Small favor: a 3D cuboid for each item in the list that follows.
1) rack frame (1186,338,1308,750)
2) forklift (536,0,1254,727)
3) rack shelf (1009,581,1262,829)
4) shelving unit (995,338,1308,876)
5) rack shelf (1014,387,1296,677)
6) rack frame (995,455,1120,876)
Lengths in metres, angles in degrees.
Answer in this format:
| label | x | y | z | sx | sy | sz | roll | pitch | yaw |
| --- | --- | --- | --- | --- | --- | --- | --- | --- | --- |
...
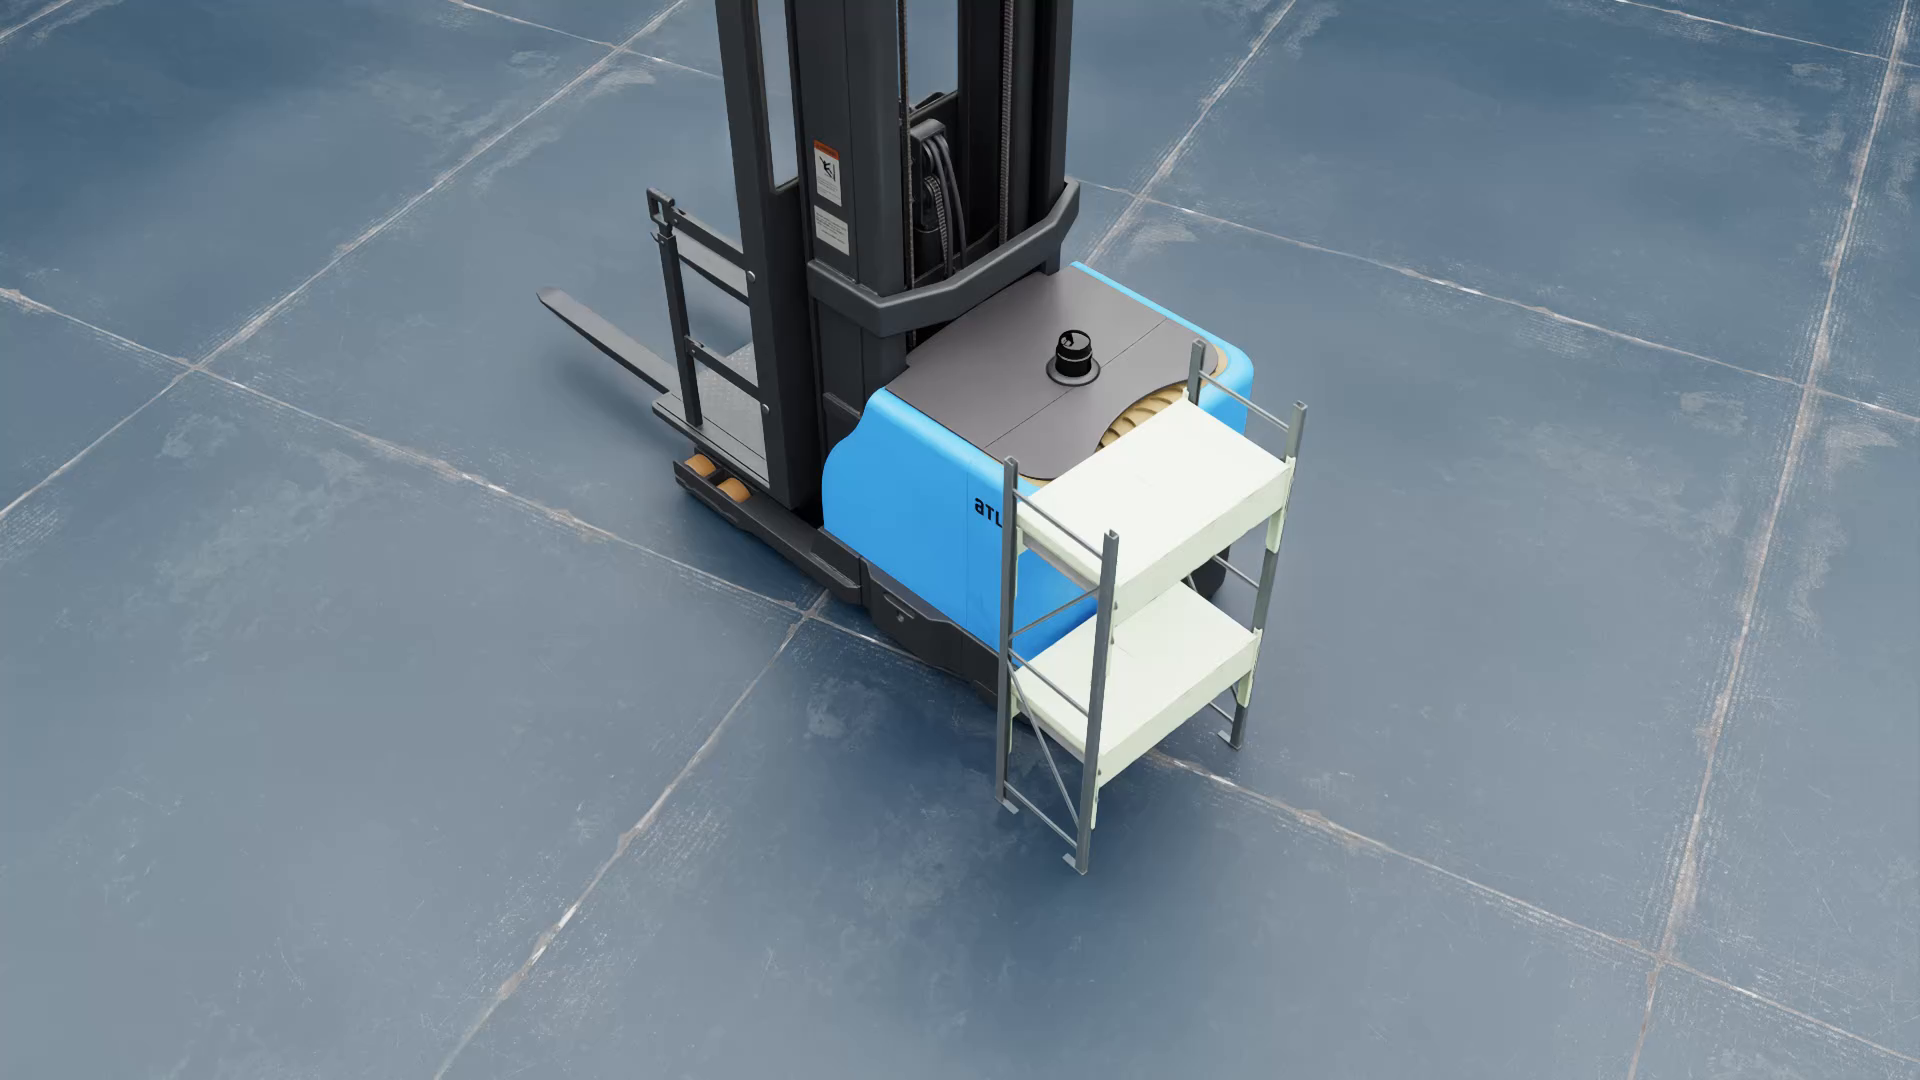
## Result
| label | x | y | z | sx | sy | sz | roll | pitch | yaw |
| --- | --- | --- | --- | --- | --- | --- | --- | --- | --- |
| rack frame | 0.799 | 0.065 | 5.131 | 0.023 | 1.500 | 0.400 | -33 | 54 | -28 |
| forklift | -0.452 | -1.338 | 5.511 | 3.031 | 2.935 | 1.130 | 34 | 54 | 29 |
| rack shelf | 0.528 | 0.470 | 5.190 | 0.720 | 0.370 | 0.431 | -33 | 54 | -28 |
| shelving unit | 0.528 | 0.240 | 4.958 | 0.755 | 1.500 | 0.431 | -33 | 54 | -28 |
| rack shelf | 0.528 | -0.034 | 4.680 | 0.720 | 0.370 | 0.431 | -33 | 54 | -28 |
| rack frame | 0.257 | 0.415 | 4.785 | 0.023 | 1.500 | 0.400 | -33 | 54 | -28 |
